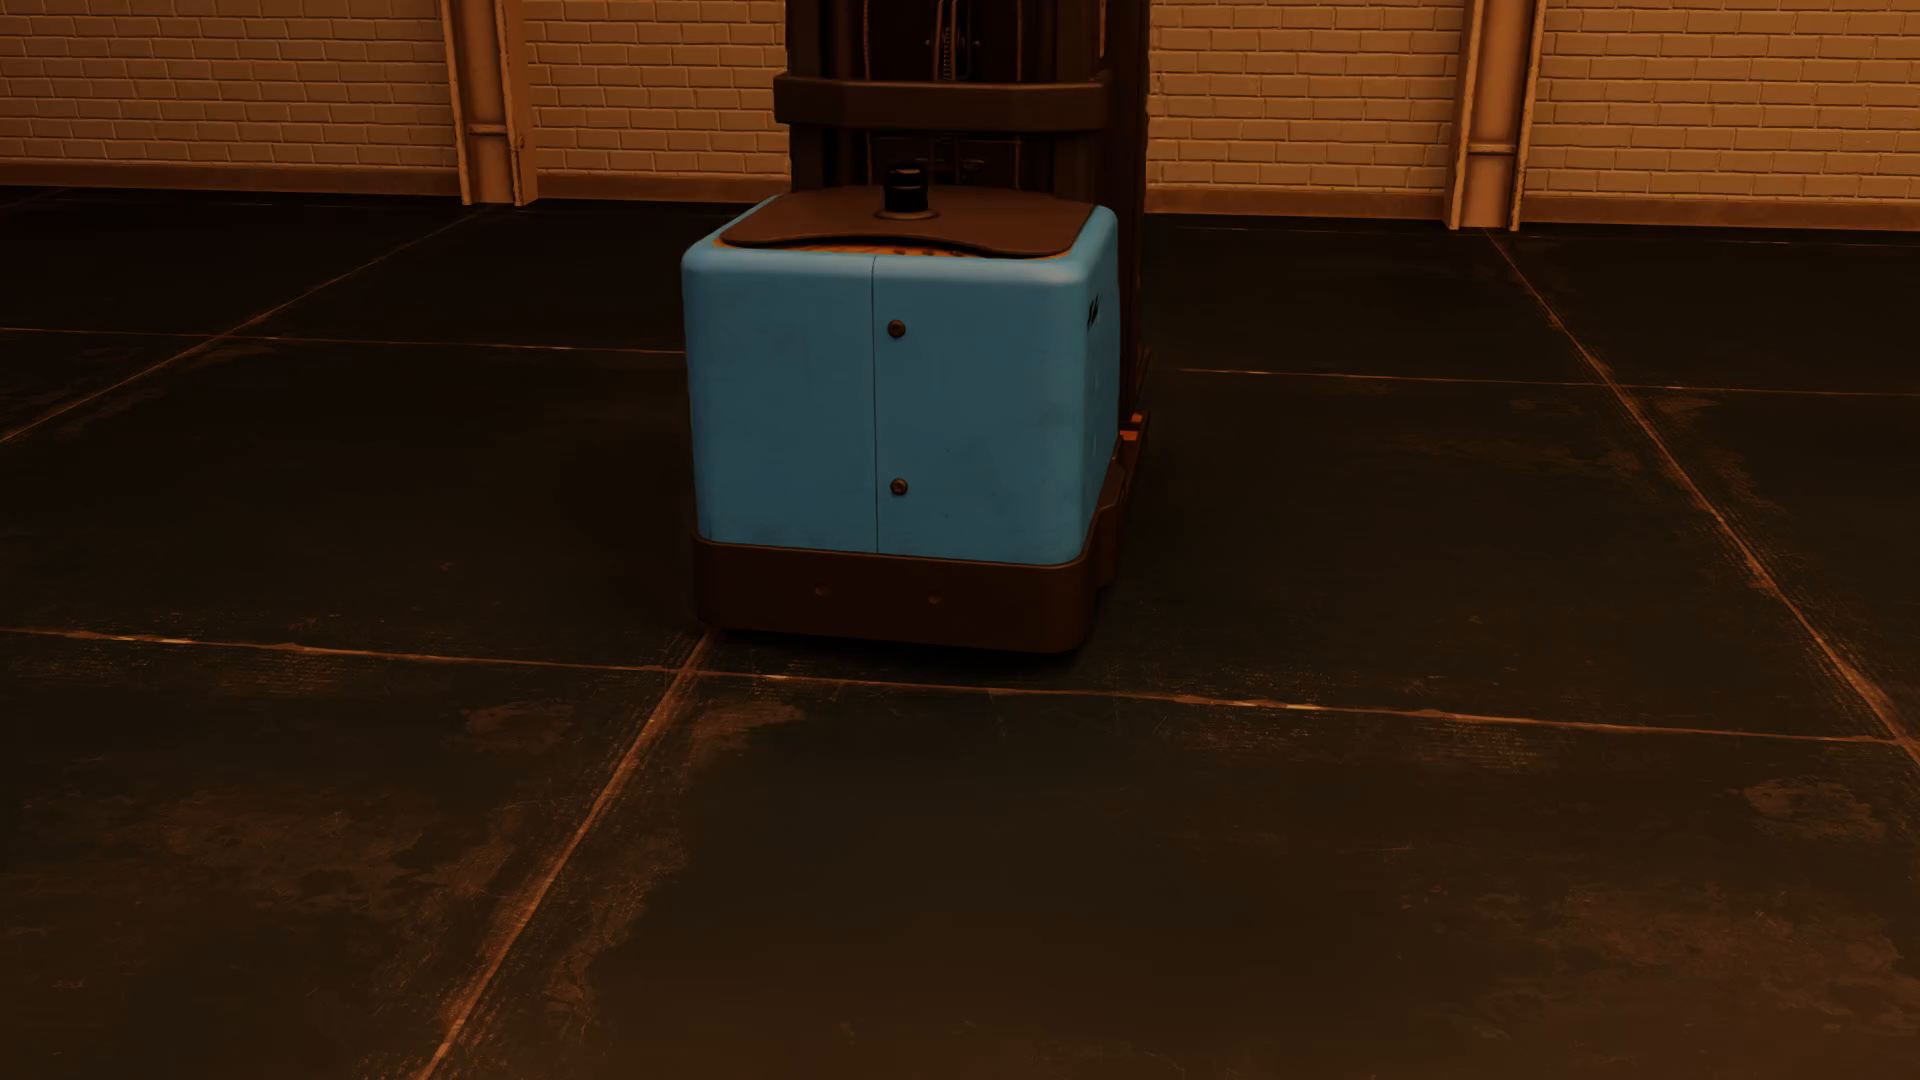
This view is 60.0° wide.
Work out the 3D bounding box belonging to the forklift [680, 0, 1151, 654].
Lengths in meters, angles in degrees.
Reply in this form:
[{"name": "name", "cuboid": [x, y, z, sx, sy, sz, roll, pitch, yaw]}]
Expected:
[{"name": "forklift", "cuboid": [0.064, -1.586, 5.192, 1.130, 2.935, 3.031, 4, 22, 10]}]
